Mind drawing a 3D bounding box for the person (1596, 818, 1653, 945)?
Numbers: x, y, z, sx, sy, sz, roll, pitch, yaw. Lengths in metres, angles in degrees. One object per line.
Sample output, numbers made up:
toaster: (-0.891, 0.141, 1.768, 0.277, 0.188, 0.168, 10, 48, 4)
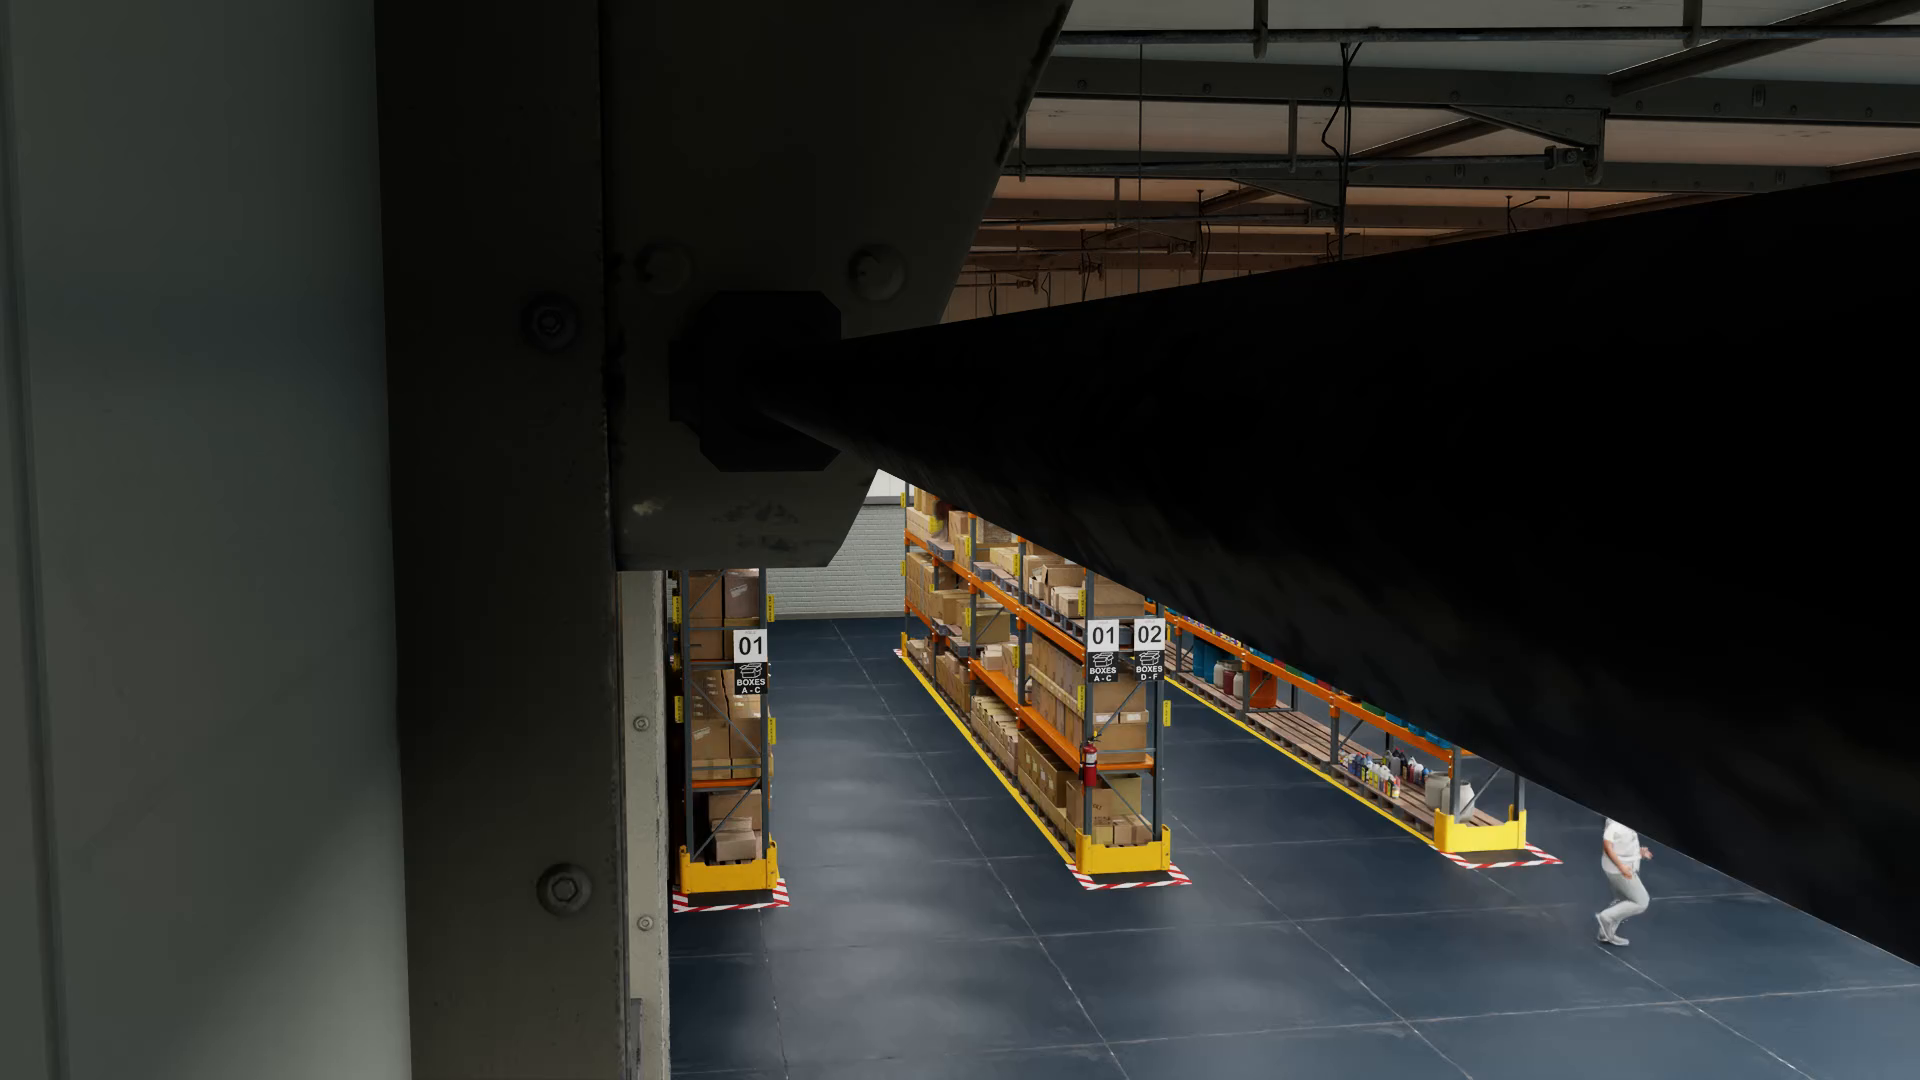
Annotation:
person: (7.272, 3.583, 18.192, 0.590, 1.743, 0.657, 1, 6, 14)
